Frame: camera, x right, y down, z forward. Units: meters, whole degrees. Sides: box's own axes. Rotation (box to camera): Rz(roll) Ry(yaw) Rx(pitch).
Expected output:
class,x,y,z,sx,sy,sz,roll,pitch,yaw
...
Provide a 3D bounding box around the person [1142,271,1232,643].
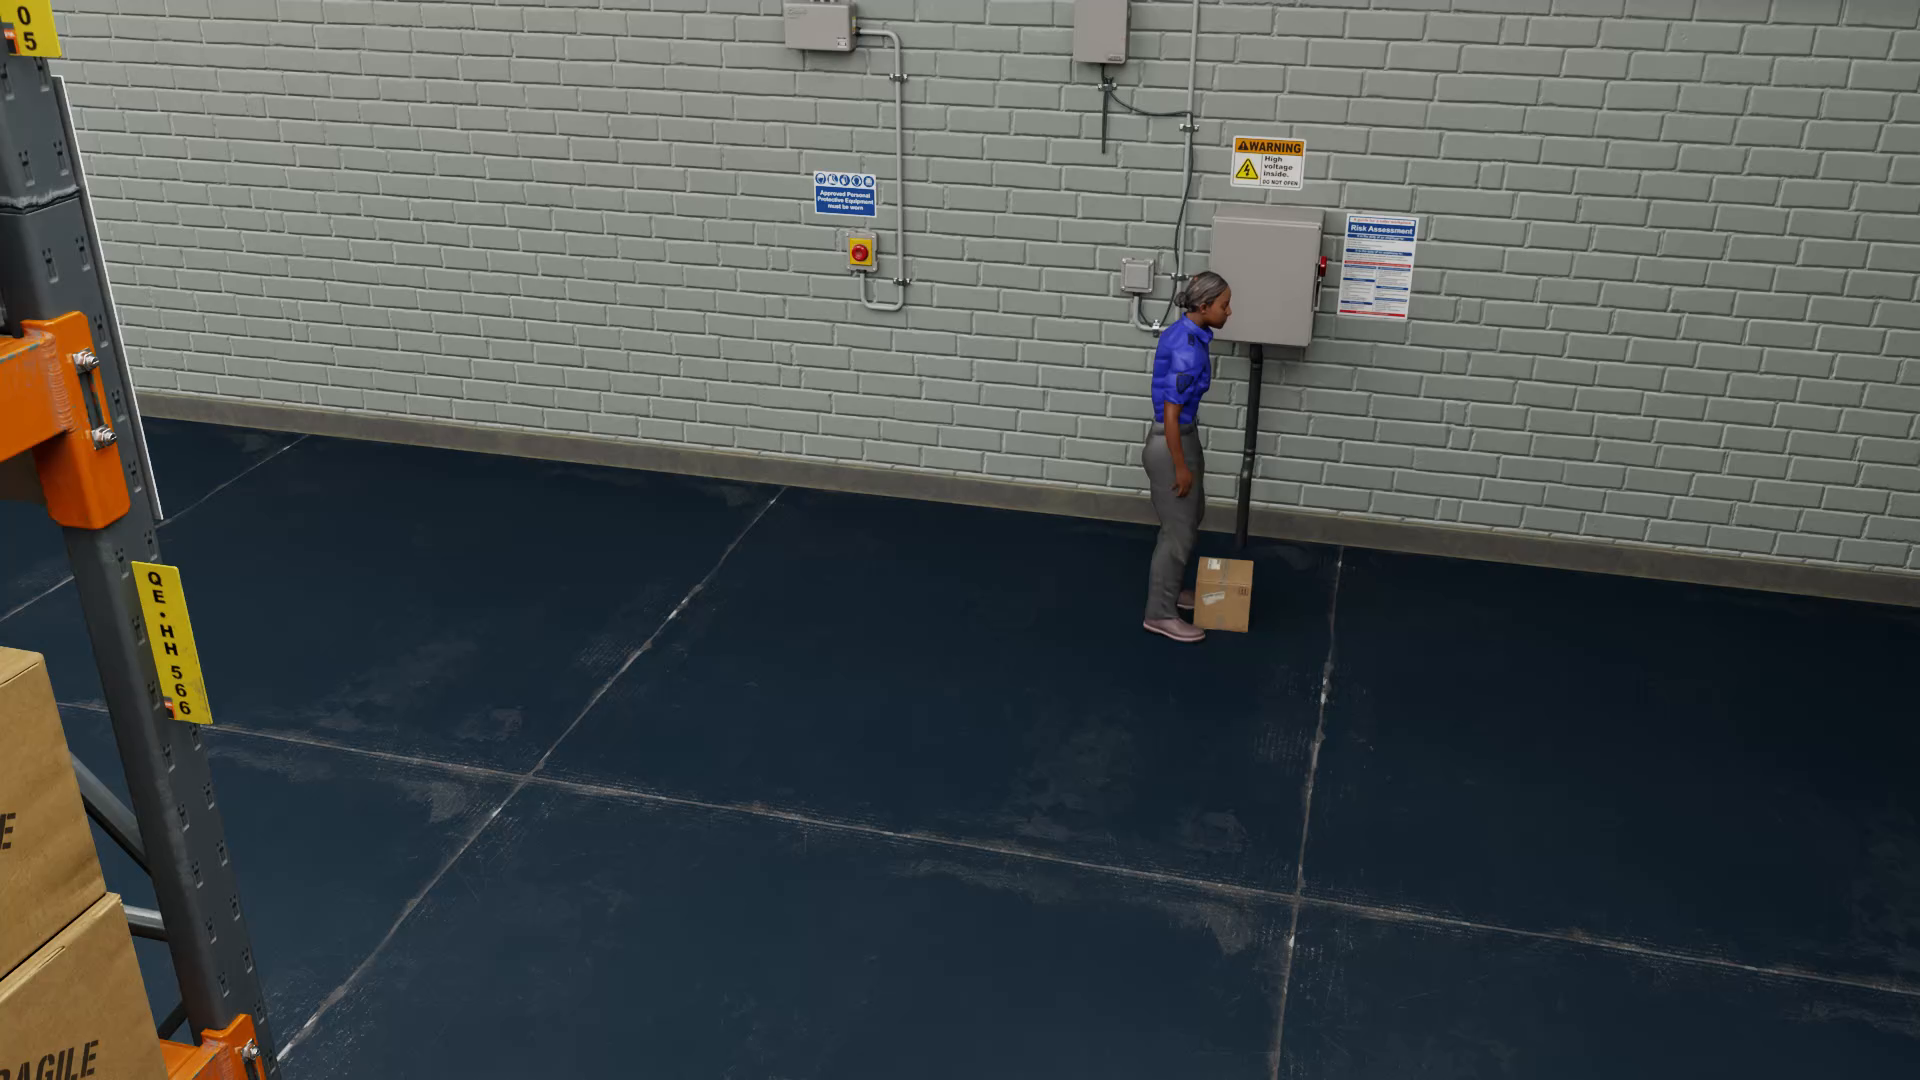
class,x,y,z,sx,sy,sz,roll,pitch,yaw
person,0.993,-0.391,7.437,0.348,1.653,0.523,5,26,10
